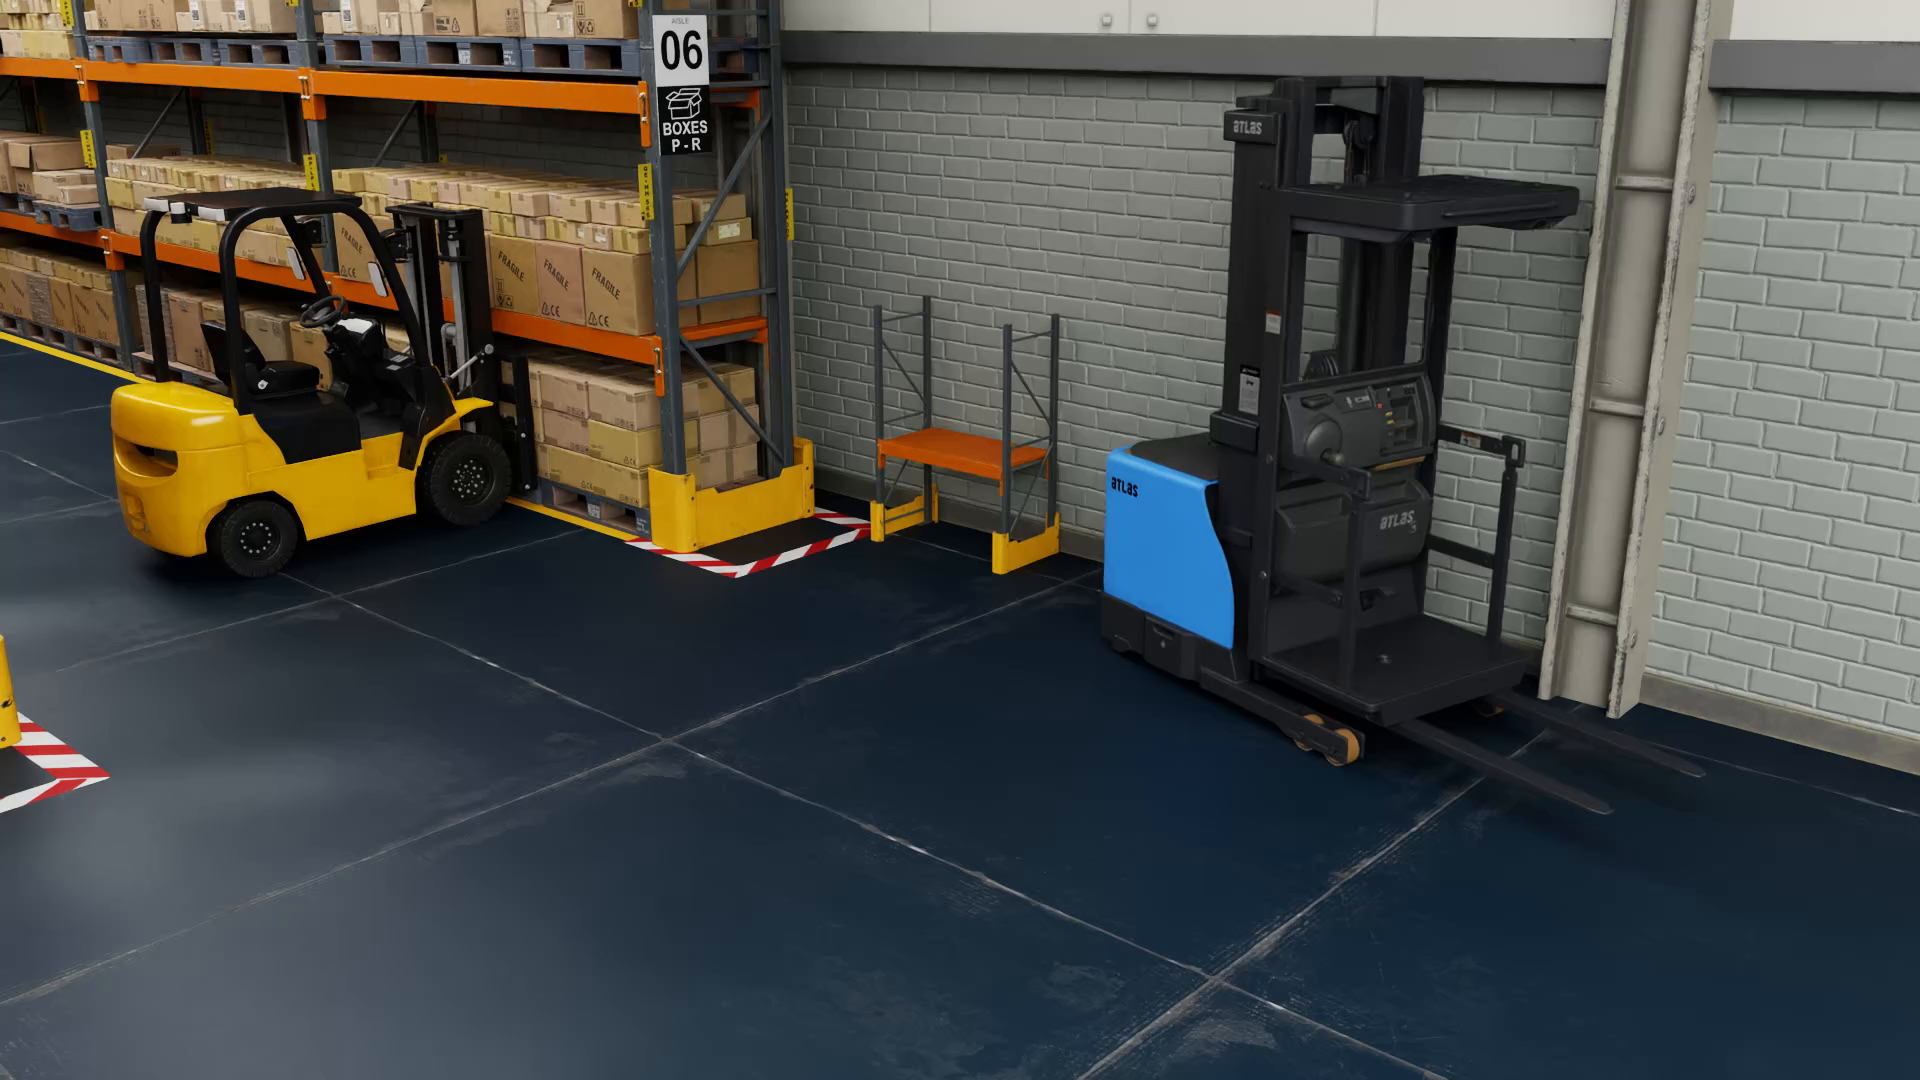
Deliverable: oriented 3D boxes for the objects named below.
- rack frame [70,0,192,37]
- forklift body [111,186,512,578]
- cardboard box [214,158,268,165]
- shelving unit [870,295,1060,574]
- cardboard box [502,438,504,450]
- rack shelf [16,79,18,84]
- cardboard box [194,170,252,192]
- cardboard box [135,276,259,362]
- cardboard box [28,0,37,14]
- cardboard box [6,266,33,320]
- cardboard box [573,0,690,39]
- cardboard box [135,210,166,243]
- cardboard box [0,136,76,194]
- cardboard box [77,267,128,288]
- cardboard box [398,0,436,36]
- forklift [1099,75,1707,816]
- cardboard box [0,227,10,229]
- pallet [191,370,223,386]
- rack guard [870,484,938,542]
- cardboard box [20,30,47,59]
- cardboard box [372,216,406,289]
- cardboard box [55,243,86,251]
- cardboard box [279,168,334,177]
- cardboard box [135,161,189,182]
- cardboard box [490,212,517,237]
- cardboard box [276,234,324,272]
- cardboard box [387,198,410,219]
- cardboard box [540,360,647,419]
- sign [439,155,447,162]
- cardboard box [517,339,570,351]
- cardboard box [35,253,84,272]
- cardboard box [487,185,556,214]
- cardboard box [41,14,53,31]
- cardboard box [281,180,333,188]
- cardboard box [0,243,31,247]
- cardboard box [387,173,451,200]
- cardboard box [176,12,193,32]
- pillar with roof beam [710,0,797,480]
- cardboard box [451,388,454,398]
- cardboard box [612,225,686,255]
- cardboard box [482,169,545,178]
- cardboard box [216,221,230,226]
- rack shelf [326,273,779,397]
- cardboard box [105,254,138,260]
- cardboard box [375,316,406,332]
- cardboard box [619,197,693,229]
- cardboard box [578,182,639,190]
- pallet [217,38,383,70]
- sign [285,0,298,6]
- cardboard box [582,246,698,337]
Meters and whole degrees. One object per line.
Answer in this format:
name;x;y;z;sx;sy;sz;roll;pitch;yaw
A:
rack frame;-7.465;-5.977;14.570;0.127;3.000;1.000;15;23;39
forklift body;-4.110;-1.075;10.444;1.214;2.155;2.313;15;23;39
cardboard box;-6.434;-3.329;14.904;0.250;0.149;0.380;14;23;38
shelving unit;0.025;-0.679;10.272;1.083;1.500;0.587;14;23;38
cardboard box;-3.180;-0.728;11.797;0.500;0.250;0.500;16;24;41
rack shelf;-11.952;-5.409;18.929;4.000;0.370;1.077;15;23;39
cardboard box;-6.101;-2.976;13.791;0.250;0.149;0.380;14;23;38
cardboard box;-7.007;-2.058;15.369;0.625;0.625;0.875;16;24;41
cardboard box;-8.440;-4.989;15.513;0.250;0.149;0.380;15;23;38
cardboard box;-9.469;-2.576;17.208;0.500;0.500;0.500;14;22;38
cardboard box;-1.974;-3.271;9.975;0.500;0.500;0.500;16;24;41
cardboard box;-6.922;-2.800;14.723;0.500;0.250;0.500;14;23;38
cardboard box;-9.269;-3.760;16.640;0.500;0.500;0.700;15;23;39
cardboard box;-8.227;-2.525;15.976;0.250;0.149;0.380;14;22;36
cardboard box;-3.564;-3.562;11.279;0.258;0.266;0.396;14;23;38
forklift;1.966;-0.550;7.499;1.130;2.935;3.031;-11;21;-32
cardboard box;-10.325;-3.262;17.806;0.250;0.149;0.380;15;23;38
pallet;-5.967;-1.370;14.579;1.213;0.211;1.003;15;23;39
rack guard;-0.357;-0.180;10.767;0.087;0.250;0.587;14;23;38
cardboard box;-8.386;-4.625;15.515;0.500;0.250;0.500;15;23;39
cardboard box;-3.914;-2.113;12.147;0.500;0.500;0.500;16;23;40
cardboard box;-9.393;-3.086;17.744;0.250;0.149;0.380;14;22;37
cardboard box;-5.512;-3.059;14.053;0.250;0.149;0.380;15;23;39
cardboard box;-7.012;-3.245;14.640;0.250;0.149;0.380;16;24;41
cardboard box;-2.902;-2.127;11.117;0.250;0.149;0.380;15;23;40
cardboard box;-5.024;-2.285;13.102;0.500;0.250;0.500;16;23;40
cardboard box;-3.866;-2.384;11.928;0.250;0.149;0.380;16;23;40
cardboard box;-2.418;-1.001;11.005;0.500;0.250;0.500;16;23;40
sign;-4.106;-2.891;13.200;0.005;0.325;0.100;15;23;39
cardboard box;-2.837;-1.324;12.023;0.500;0.250;0.500;14;23;38
cardboard box;-9.125;-2.811;16.876;0.250;0.149;0.380;15;23;39
cardboard box;-2.910;-2.268;11.070;0.250;0.149;0.380;16;23;40
cardboard box;-8.250;-4.798;15.401;0.250;0.149;0.380;16;23;40
cardboard box;-5.081;-2.738;13.042;0.250;0.149;0.380;15;23;38
cardboard box;-10.106;-3.069;17.688;0.250;0.149;0.380;14;23;38
cardboard box;-3.855;-2.526;11.883;0.250;0.149;0.380;16;23;40
cardboard box;-6.074;-4.180;13.420;0.250;0.149;0.380;15;23;39
pillar with roof beam;-4.261;-3.741;7.523;0.400;9.000;9.100;15;23;39
cardboard box;-3.570;-1.071;12.054;0.500;0.250;0.500;15;23;39
cardboard box;-1.927;-1.875;10.322;0.250;0.149;0.380;15;23;40
cardboard box;-3.257;-2.615;12.164;0.250;0.149;0.380;15;23;38
cardboard box;-5.778;-2.728;13.670;0.500;0.250;0.500;16;23;40
rack shelf;-2.977;-1.570;11.790;4.000;0.370;1.077;15;23;39
cardboard box;-8.437;-2.819;16.902;0.250;0.149;0.380;14;23;38
cardboard box;-4.319;-1.513;12.618;0.500;0.250;0.500;15;23;38
cardboard box;-1.889;-2.034;10.334;0.250;0.149;0.380;15;23;39
cardboard box;-2.360;-2.336;11.285;0.250;0.149;0.380;16;24;41
pallet;-5.141;-3.828;13.071;1.217;0.209;0.805;14;22;37
sign;-4.826;-4.016;11.974;0.005;0.325;0.100;15;23;39
cardboard box;-2.024;-1.599;10.525;0.500;0.500;0.500;14;23;38
